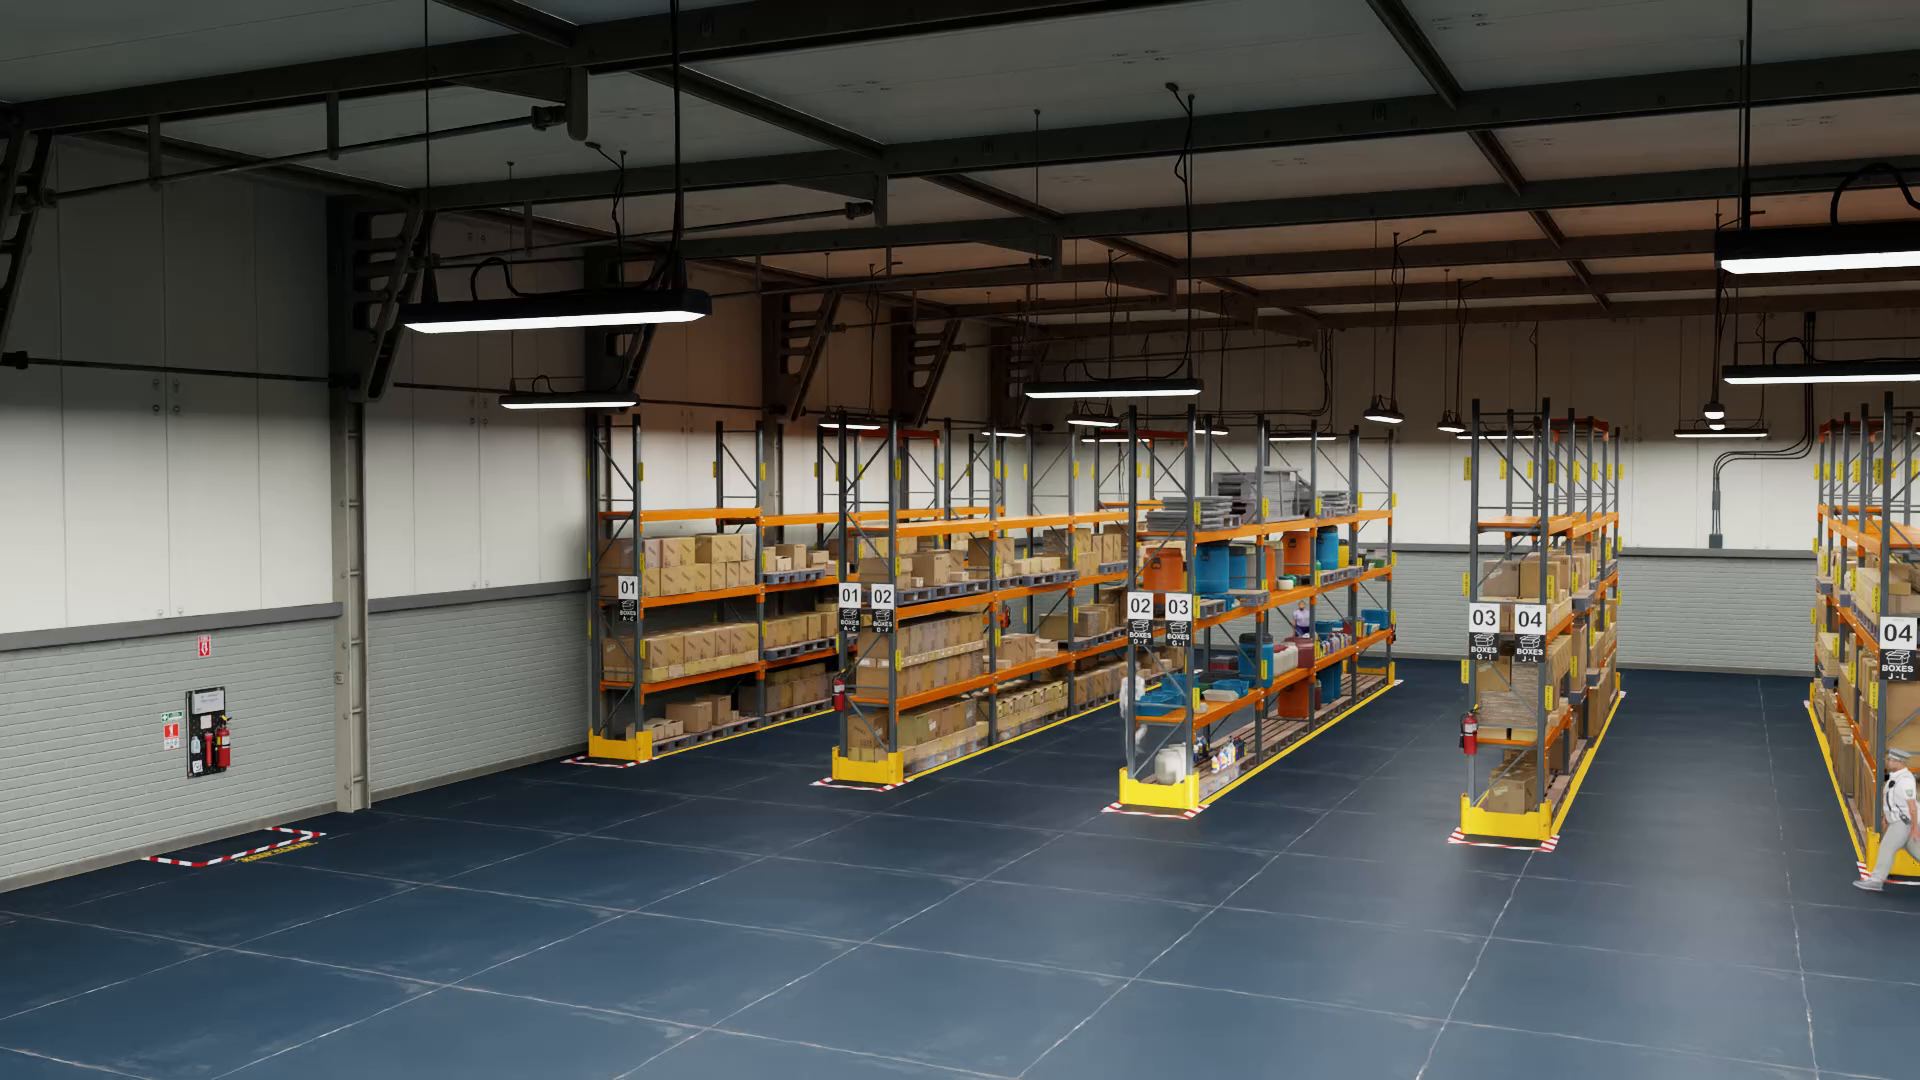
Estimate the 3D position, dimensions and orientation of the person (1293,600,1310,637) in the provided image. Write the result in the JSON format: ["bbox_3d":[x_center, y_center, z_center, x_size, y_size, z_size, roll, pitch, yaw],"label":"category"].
[{"bbox_3d":[9.002,2.386,43.780,0.508,1.624,0.814,-1,2,-12],"label":"person"}]

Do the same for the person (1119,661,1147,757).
[{"bbox_3d":[3.023,2.959,29.120,0.515,1.675,0.448,2,3,33],"label":"person"}]

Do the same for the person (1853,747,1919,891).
[{"bbox_3d":[11.205,3.322,19.749,1.069,1.711,0.590,1,2,19],"label":"person"}]
